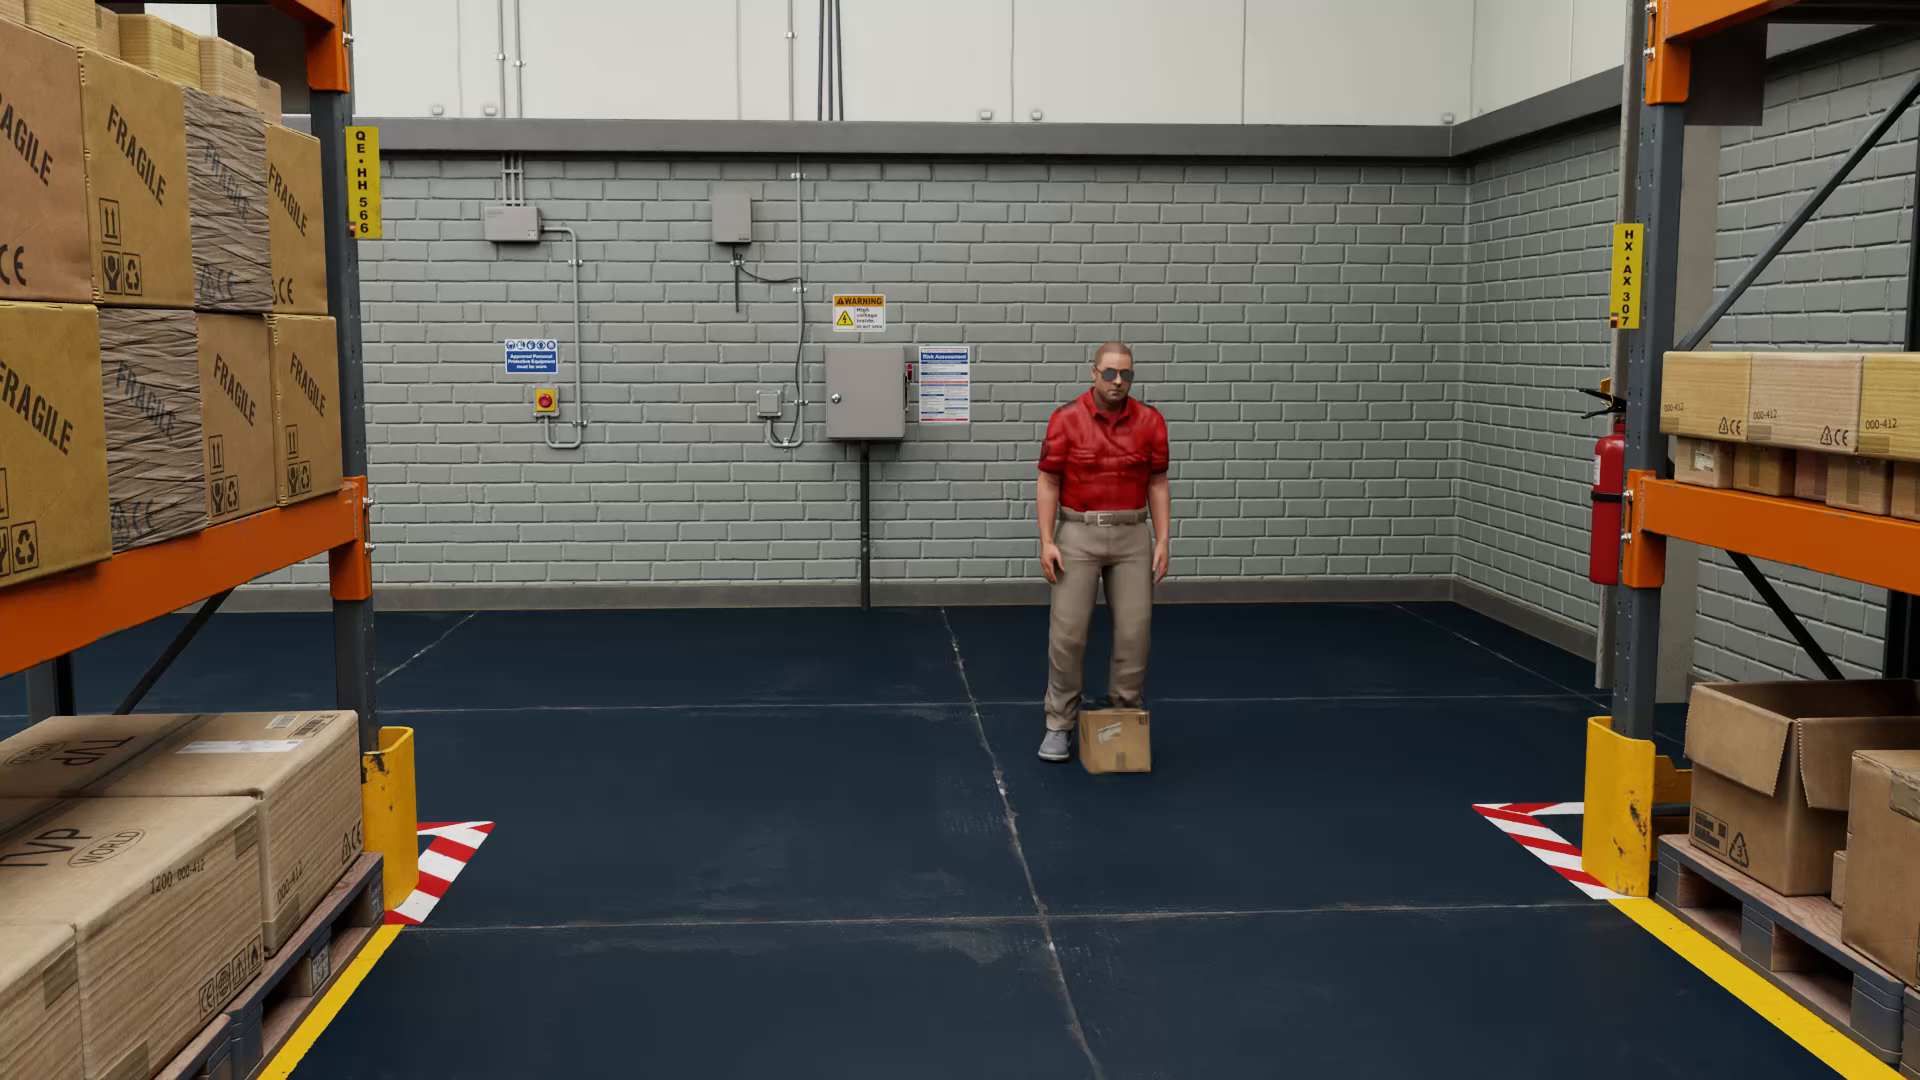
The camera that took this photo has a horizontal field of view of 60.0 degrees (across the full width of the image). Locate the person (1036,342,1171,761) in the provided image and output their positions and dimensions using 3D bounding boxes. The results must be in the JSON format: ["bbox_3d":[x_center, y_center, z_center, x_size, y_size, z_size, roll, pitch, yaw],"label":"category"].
[{"bbox_3d":[0.606,0.042,6.942,0.576,1.727,0.433,-1,7,-6],"label":"person"}]
